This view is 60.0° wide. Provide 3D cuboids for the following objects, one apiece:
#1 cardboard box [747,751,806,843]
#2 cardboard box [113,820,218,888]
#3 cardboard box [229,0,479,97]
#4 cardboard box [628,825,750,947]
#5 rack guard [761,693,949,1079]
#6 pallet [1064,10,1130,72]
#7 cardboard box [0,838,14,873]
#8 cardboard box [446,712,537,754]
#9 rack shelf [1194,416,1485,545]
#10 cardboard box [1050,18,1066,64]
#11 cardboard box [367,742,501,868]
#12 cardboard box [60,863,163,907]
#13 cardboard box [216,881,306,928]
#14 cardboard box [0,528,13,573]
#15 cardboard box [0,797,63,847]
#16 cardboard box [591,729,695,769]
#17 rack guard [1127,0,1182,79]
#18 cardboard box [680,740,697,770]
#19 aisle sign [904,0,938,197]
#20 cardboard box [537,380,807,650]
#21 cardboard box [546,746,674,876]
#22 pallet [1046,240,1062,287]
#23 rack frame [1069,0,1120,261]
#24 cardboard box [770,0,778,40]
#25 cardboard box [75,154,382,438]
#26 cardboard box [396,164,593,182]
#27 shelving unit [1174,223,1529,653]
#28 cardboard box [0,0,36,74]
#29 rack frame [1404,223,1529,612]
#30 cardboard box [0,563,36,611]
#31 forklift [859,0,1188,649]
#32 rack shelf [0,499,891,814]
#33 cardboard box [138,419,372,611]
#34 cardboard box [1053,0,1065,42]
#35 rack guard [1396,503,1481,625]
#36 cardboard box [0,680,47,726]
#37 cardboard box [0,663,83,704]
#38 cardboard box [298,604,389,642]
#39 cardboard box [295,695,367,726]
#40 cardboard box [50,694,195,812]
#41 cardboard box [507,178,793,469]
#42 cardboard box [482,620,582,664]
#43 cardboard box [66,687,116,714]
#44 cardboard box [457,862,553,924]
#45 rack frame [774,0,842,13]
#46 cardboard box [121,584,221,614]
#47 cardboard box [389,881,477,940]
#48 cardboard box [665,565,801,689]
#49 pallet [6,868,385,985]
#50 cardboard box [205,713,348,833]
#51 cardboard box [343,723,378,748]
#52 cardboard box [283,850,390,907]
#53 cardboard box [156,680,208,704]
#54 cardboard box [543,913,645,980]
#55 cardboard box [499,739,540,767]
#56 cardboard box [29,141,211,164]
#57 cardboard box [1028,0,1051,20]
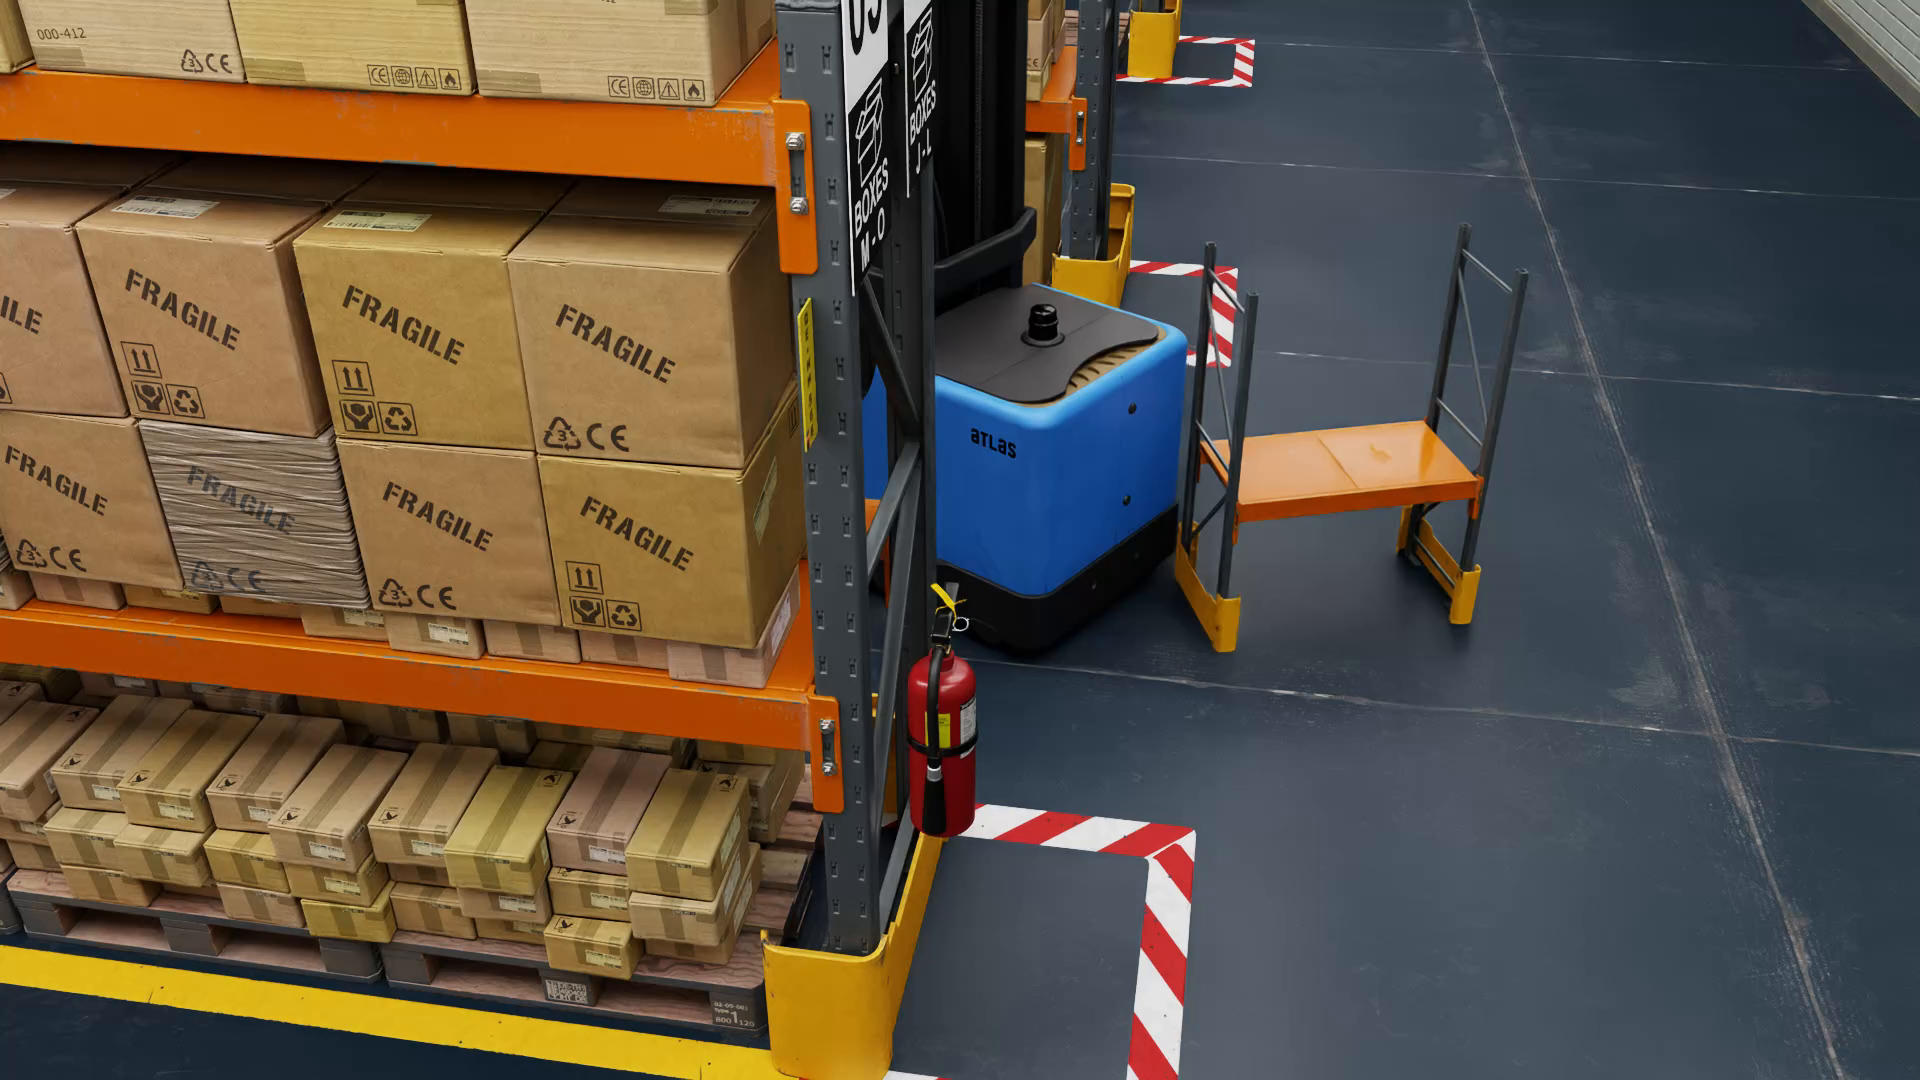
[{"bbox_3d":[-0.678,0.798,5.439,0.250,0.149,0.380,6,33,9],"label":"cardboard box"},{"bbox_3d":[-2.335,0.861,5.059,0.250,0.149,0.380,5,32,9],"label":"cardboard box"},{"bbox_3d":[-1.213,-1.170,3.607,0.500,0.250,0.500,5,32,8],"label":"cardboard box"},{"bbox_3d":[-0.784,0.988,4.855,0.250,0.149,0.380,4,32,7],"label":"cardboard box"},{"bbox_3d":[-0.290,1.034,5.126,0.348,0.500,1.175,5,32,8],"label":"rack guard"},{"bbox_3d":[0.745,-4.106,13.610,1.213,0.211,1.003,5,32,8],"label":"pallet"},{"bbox_3d":[-3.079,0.871,5.323,0.250,0.149,0.380,5,32,7],"label":"cardboard box"},{"bbox_3d":[-1.452,0.505,5.346,0.250,0.149,0.380,4,32,6],"label":"cardboard box"},{"bbox_3d":[1.476,-0.244,6.565,1.000,0.185,0.538,-6,33,-9],"label":"rack shelf"},{"bbox_3d":[0.424,-2.701,8.975,0.250,0.149,0.380,6,32,9],"label":"cardboard box"},{"bbox_3d":[-1.539,0.780,4.907,0.250,0.149,0.380,4,32,6],"label":"cardboard box"},{"bbox_3d":[-2.568,0.950,5.196,0.250,0.149,0.380,4,32,7],"label":"cardboard box"},{"bbox_3d":[-2.060,0.995,5.124,0.250,0.149,0.380,6,33,9],"label":"cardboard box"},{"bbox_3d":[-2.733,-0.264,4.469,0.500,0.500,0.500,5,32,7],"label":"cardboard box"},{"bbox_3d":[-2.811,0.770,5.204,0.250,0.149,0.380,7,33,10],"label":"cardboard box"},{"bbox_3d":[-0.967,0.574,5.237,0.250,0.149,0.380,6,33,9],"label":"cardboard box"},{"bbox_3d":[1.578,-4.139,13.391,0.348,0.500,1.175,5,32,8],"label":"rack guard"},{"bbox_3d":[-0.949,0.651,5.394,0.250,0.149,0.380,5,32,8],"label":"cardboard box"},{"bbox_3d":[-0.093,-1.271,4.003,0.004,0.787,0.394,5,32,8],"label":"aisle sign"},{"bbox_3d":[-0.702,-0.092,4.196,0.500,0.500,0.500,6,33,9],"label":"cardboard box"},{"bbox_3d":[-1.018,0.793,4.887,0.250,0.149,0.380,6,33,9],"label":"cardboard box"},{"bbox_3d":[-0.083,-1.452,9.371,1.213,0.211,1.003,5,32,8],"label":"pallet"},{"bbox_3d":[0.719,-2.603,8.582,0.127,3.000,1.000,5,32,8],"label":"rack frame"},{"bbox_3d":[-0.615,-1.400,3.974,0.500,0.250,0.500,6,33,10],"label":"cardboard box"},{"bbox_3d":[-1.722,-0.608,4.078,0.500,0.500,0.500,7,33,11],"label":"cardboard box"},{"bbox_3d":[-1.112,-0.831,4.434,0.500,0.500,0.500,6,33,10],"label":"cardboard box"},{"bbox_3d":[1.484,-0.397,6.471,1.083,1.500,0.587,-6,33,-9],"label":"shelving unit"},{"bbox_3d":[-2.227,-1.259,3.748,0.500,0.250,0.500,7,33,10],"label":"cardboard box"},{"bbox_3d":[1.974,-0.448,6.552,0.032,1.500,0.500,-6,33,-9],"label":"rack frame"},{"bbox_3d":[-2.628,0.020,4.628,0.250,0.149,0.380,7,33,10],"label":"cardboard box"},{"bbox_3d":[-0.544,-1.460,6.820,3.031,2.935,1.130,24,39,33],"label":"forklift"},{"bbox_3d":[-2.187,0.108,4.928,4.000,0.370,1.077,5,32,8],"label":"rack shelf"},{"bbox_3d":[-1.710,-0.181,4.338,0.500,0.500,0.500,5,32,8],"label":"cardboard box"},{"bbox_3d":[0.291,-2.850,8.837,0.500,0.250,0.500,4,32,7],"label":"cardboard box"},{"bbox_3d":[1.973,0.082,6.884,0.087,0.250,0.587,-6,33,-9],"label":"rack guard"},{"bbox_3d":[-3.074,0.606,5.186,0.250,0.149,0.380,4,32,7],"label":"cardboard box"},{"bbox_3d":[-3.016,0.383,5.541,0.250,0.149,0.380,6,33,10],"label":"cardboard box"},{"bbox_3d":[-1.583,0.101,4.498,0.250,0.149,0.380,4,32,6],"label":"cardboard box"},{"bbox_3d":[-1.976,0.428,5.469,0.250,0.149,0.380,6,32,9],"label":"cardboard box"},{"bbox_3d":[-2.554,0.652,5.111,0.250,0.149,0.380,4,32,6],"label":"cardboard box"},{"bbox_3d":[-0.708,-0.521,3.939,0.500,0.500,0.500,5,32,7],"label":"cardboard box"},{"bbox_3d":[-1.073,0.151,4.419,0.250,0.149,0.380,5,32,8],"label":"cardboard box"},{"bbox_3d":[-2.773,0.509,5.620,0.250,0.149,0.380,6,33,9],"label":"cardboard box"},{"bbox_3d":[-1.296,0.943,4.928,0.250,0.149,0.380,4,32,6],"label":"cardboard box"},{"bbox_3d":[-0.216,-2.561,2.860,0.127,3.000,1.000,5,32,8],"label":"rack frame"},{"bbox_3d":[-2.104,0.031,4.611,0.250,0.149,0.380,6,32,9],"label":"cardboard box"},{"bbox_3d":[-1.532,1.020,5.084,0.250,0.149,0.380,5,32,9],"label":"cardboard box"},{"bbox_3d":[-0.584,0.207,4.329,0.250,0.149,0.380,5,32,8],"label":"cardboard box"},{"bbox_3d":[-2.284,0.956,5.524,1.213,0.211,1.003,5,32,8],"label":"pallet"},{"bbox_3d":[-2.055,0.703,5.030,0.250,0.149,0.380,4,32,7],"label":"cardboard box"},{"bbox_3d":[-1.992,0.619,5.444,0.250,0.149,0.380,7,33,11],"label":"cardboard box"},{"bbox_3d":[-1.809,0.903,4.991,0.250,0.149,0.380,6,32,9],"label":"cardboard box"},{"bbox_3d":[-2.466,0.376,5.552,0.250,0.149,0.380,4,32,6],"label":"cardboard box"},{"bbox_3d":[-1.040,1.104,4.950,0.250,0.149,0.380,6,33,10],"label":"cardboard box"},{"bbox_3d":[-1.440,0.596,5.482,0.250,0.149,0.380,6,33,10],"label":"cardboard box"},{"bbox_3d":[-2.124,-0.933,4.596,0.500,0.500,0.500,4,32,7],"label":"cardboard box"},{"bbox_3d":[0.194,-2.890,8.194,0.500,0.500,0.500,6,32,9],"label":"cardboard box"}]
